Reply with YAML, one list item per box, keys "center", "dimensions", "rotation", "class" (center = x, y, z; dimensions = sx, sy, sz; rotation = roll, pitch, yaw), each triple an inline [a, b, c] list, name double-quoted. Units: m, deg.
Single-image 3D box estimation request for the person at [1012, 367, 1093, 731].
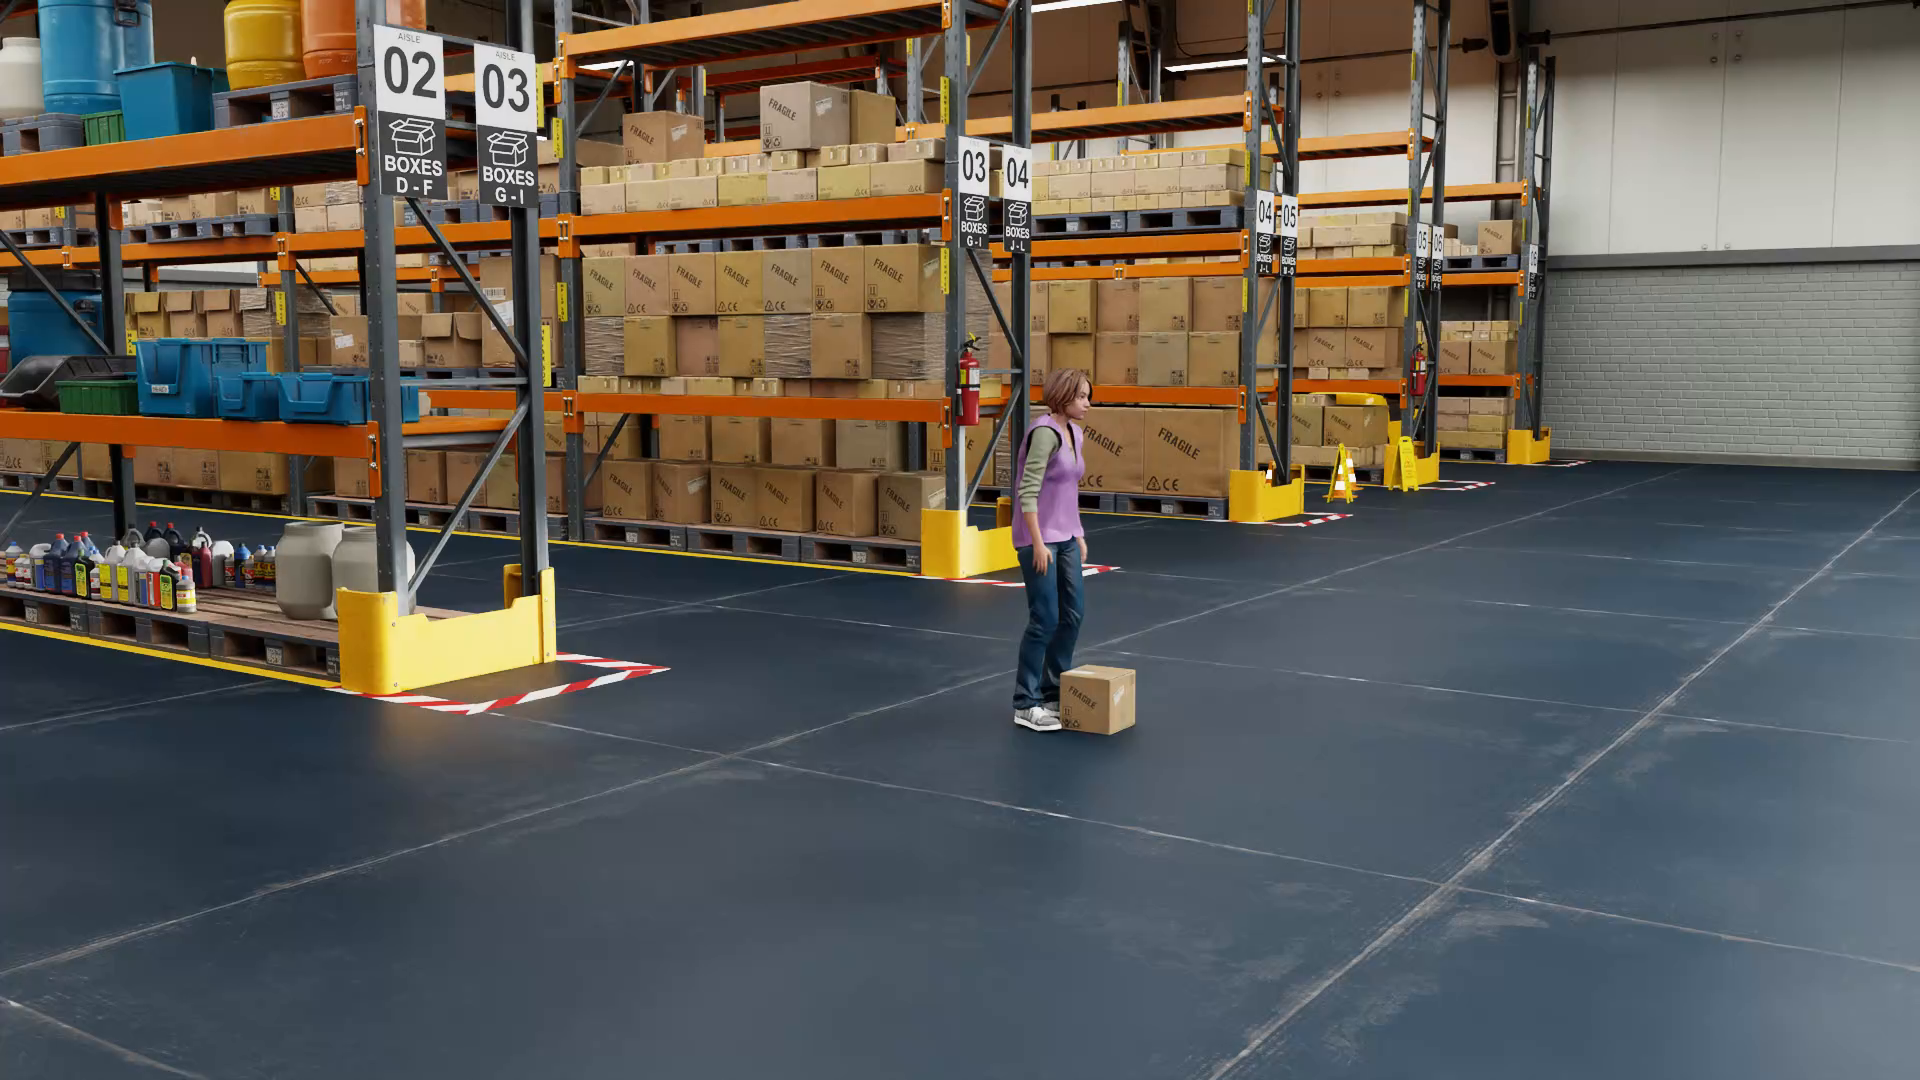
- center: [0.426, 0.028, 7.446]
  dimensions: [0.370, 1.594, 0.484]
  rotation: [4, 8, 31]
  class: "person"
